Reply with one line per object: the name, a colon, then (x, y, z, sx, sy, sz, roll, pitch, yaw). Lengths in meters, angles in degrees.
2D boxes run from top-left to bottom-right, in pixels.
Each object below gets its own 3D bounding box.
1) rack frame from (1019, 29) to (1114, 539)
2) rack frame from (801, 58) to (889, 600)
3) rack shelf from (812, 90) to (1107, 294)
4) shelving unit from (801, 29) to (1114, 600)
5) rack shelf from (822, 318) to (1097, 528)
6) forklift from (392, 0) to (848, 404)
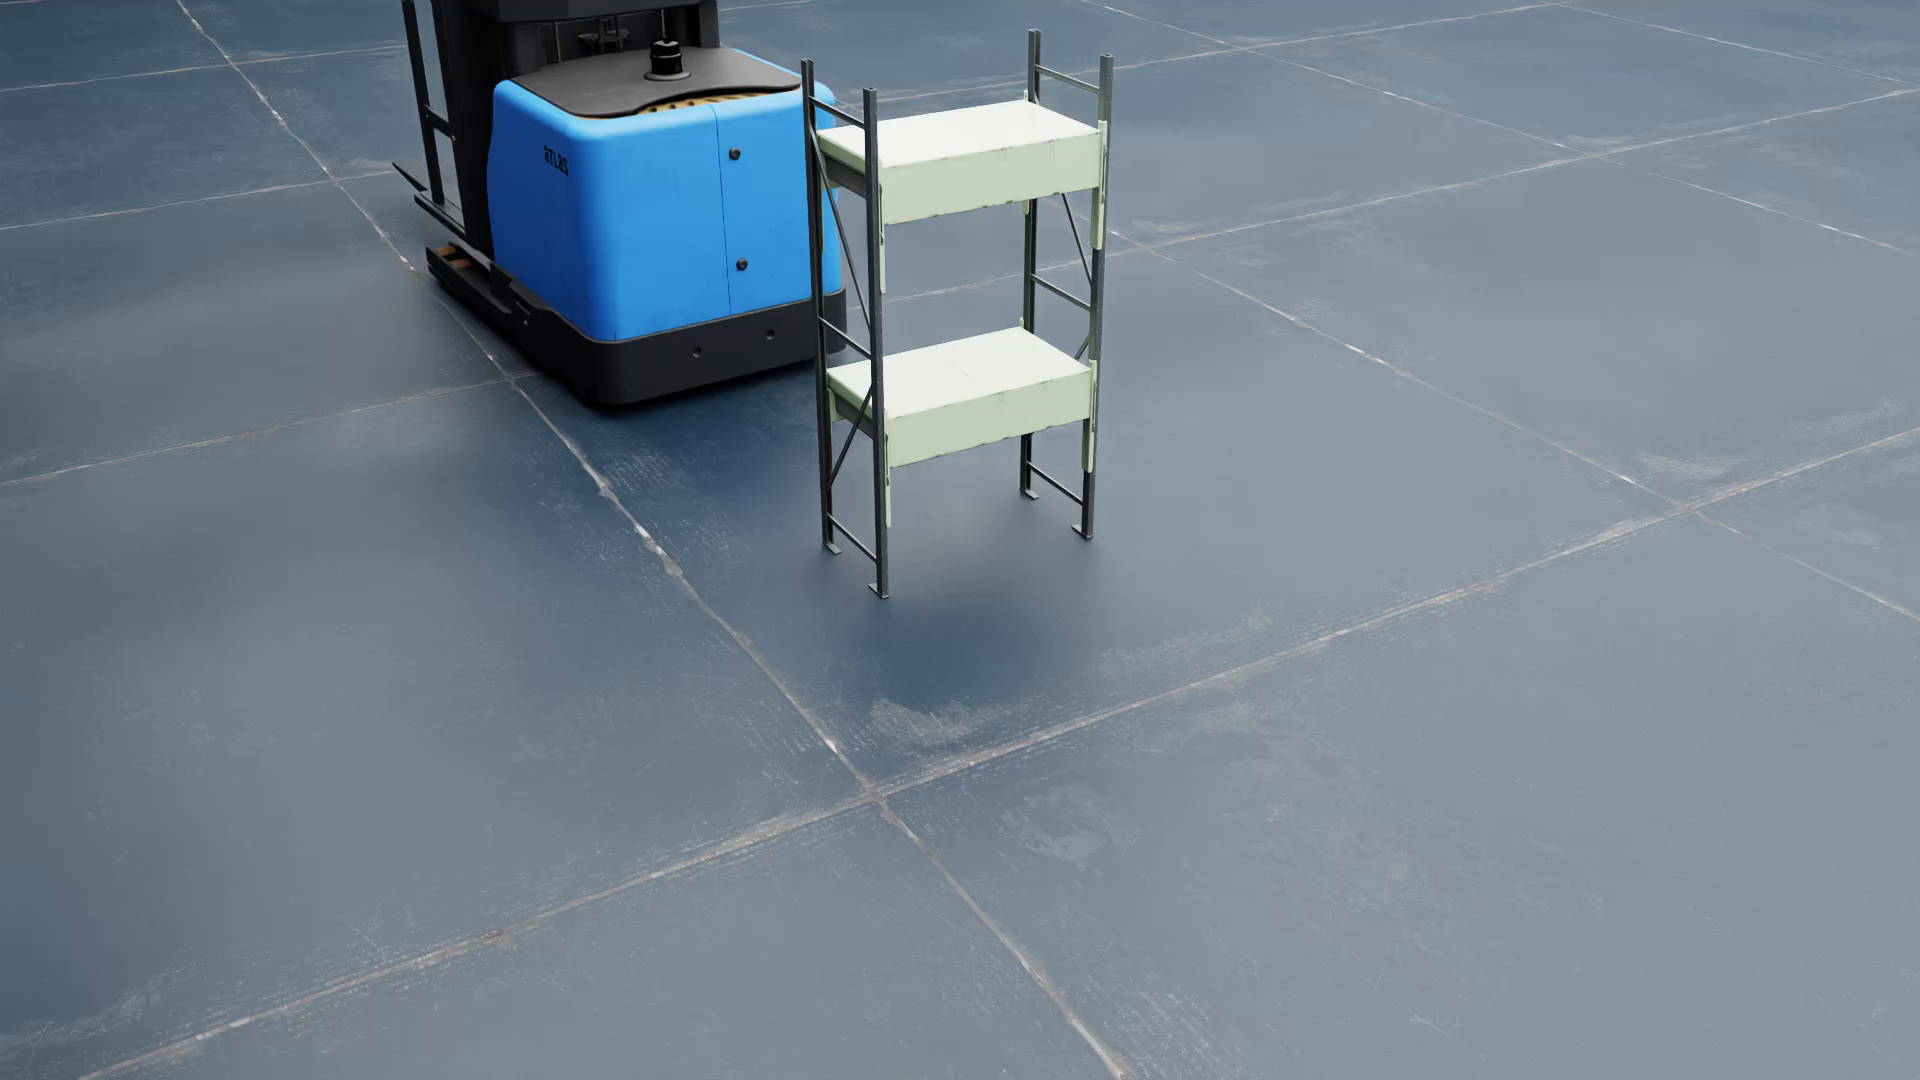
rack frame: (0.310, -0.745, 5.047, 0.023, 1.500, 0.400, -16, 33, -26)
rack frame: (-0.321, -0.565, 4.722, 0.023, 1.500, 0.400, -16, 33, -26)
rack shelf: (-0.006, -0.997, 4.696, 0.720, 0.370, 0.431, -16, 33, -26)
shelving unit: (-0.006, -0.655, 4.885, 0.755, 1.500, 0.431, -16, 33, -26)
rack shelf: (-0.006, -0.370, 5.042, 0.720, 0.370, 0.431, -16, 33, -26)
forklift: (-1.672, -2.436, 6.631, 1.130, 2.935, 3.031, -18, 34, -29)
